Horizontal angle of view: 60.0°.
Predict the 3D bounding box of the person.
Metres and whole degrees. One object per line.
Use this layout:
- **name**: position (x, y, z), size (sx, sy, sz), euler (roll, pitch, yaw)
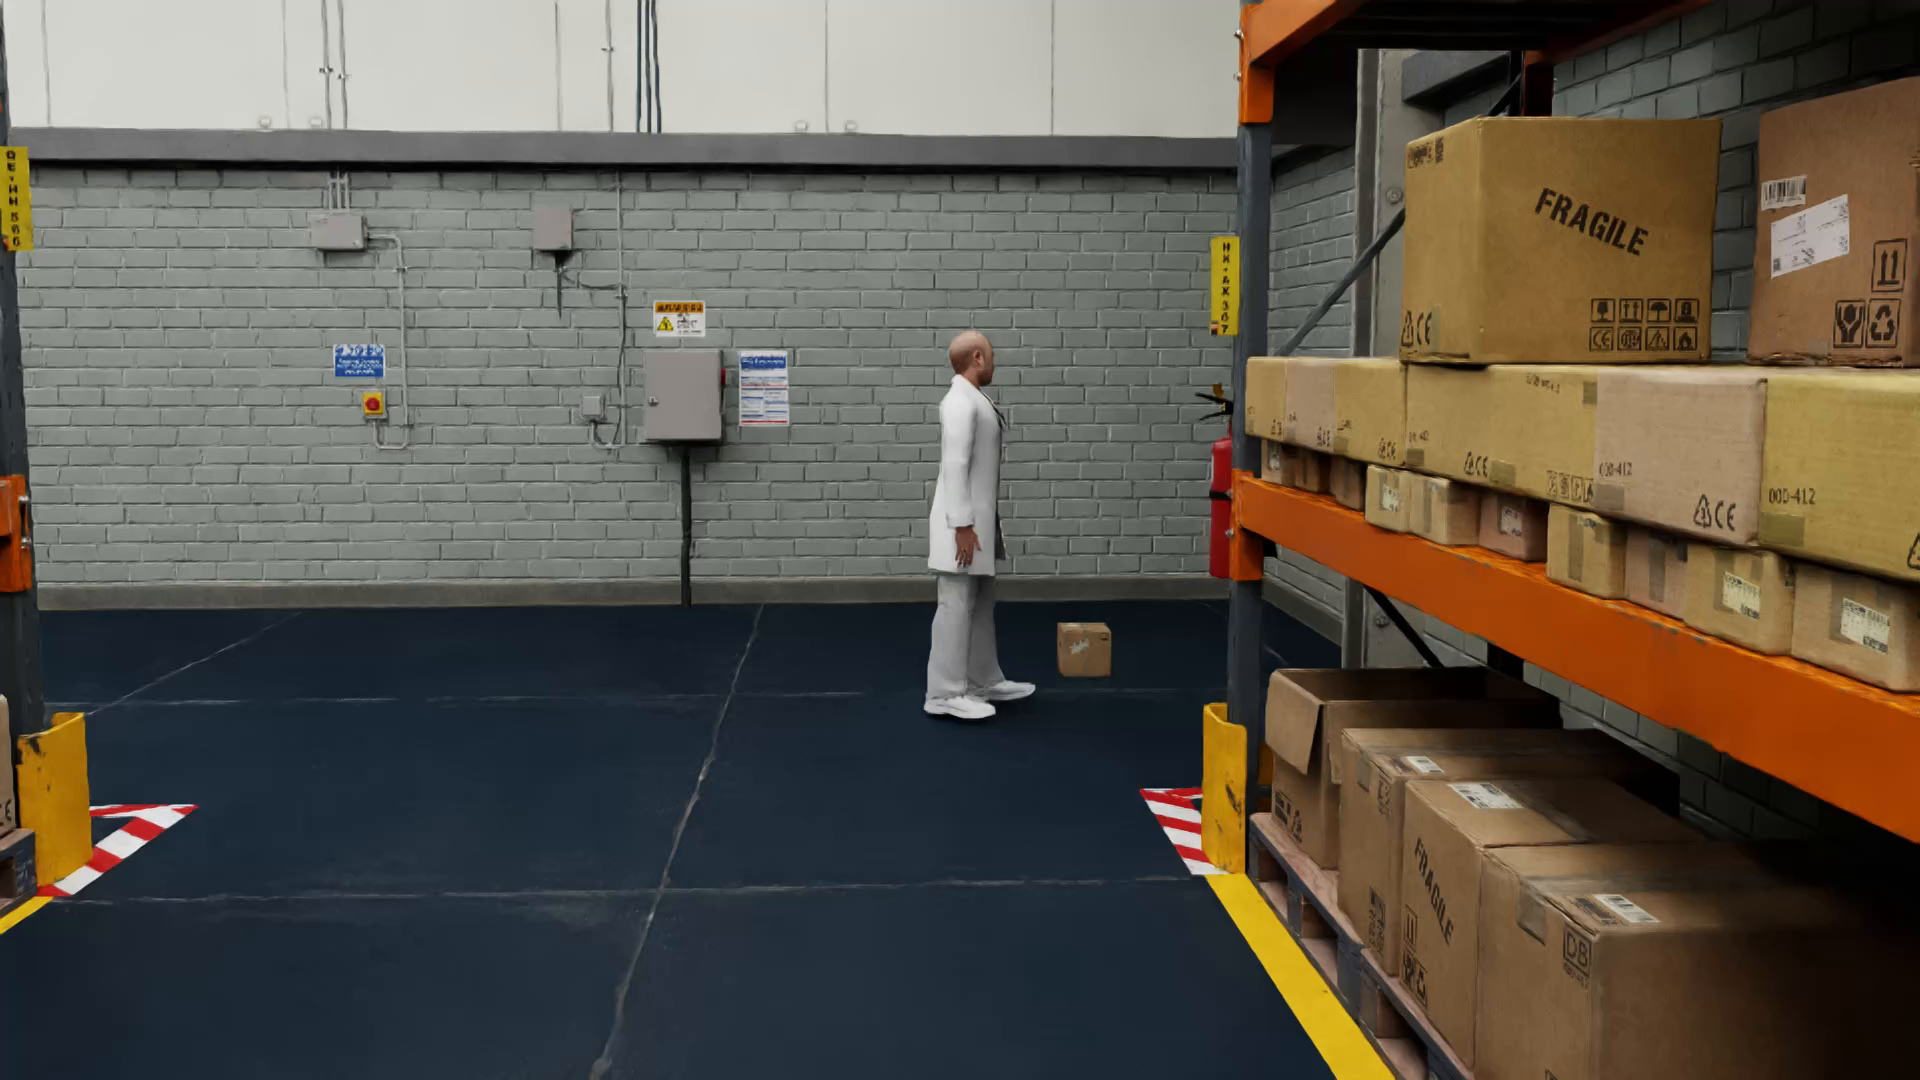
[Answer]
- **person**: position (0.091, -0.080, 7.773), size (0.509, 1.784, 0.647), euler (1, 7, 6)
